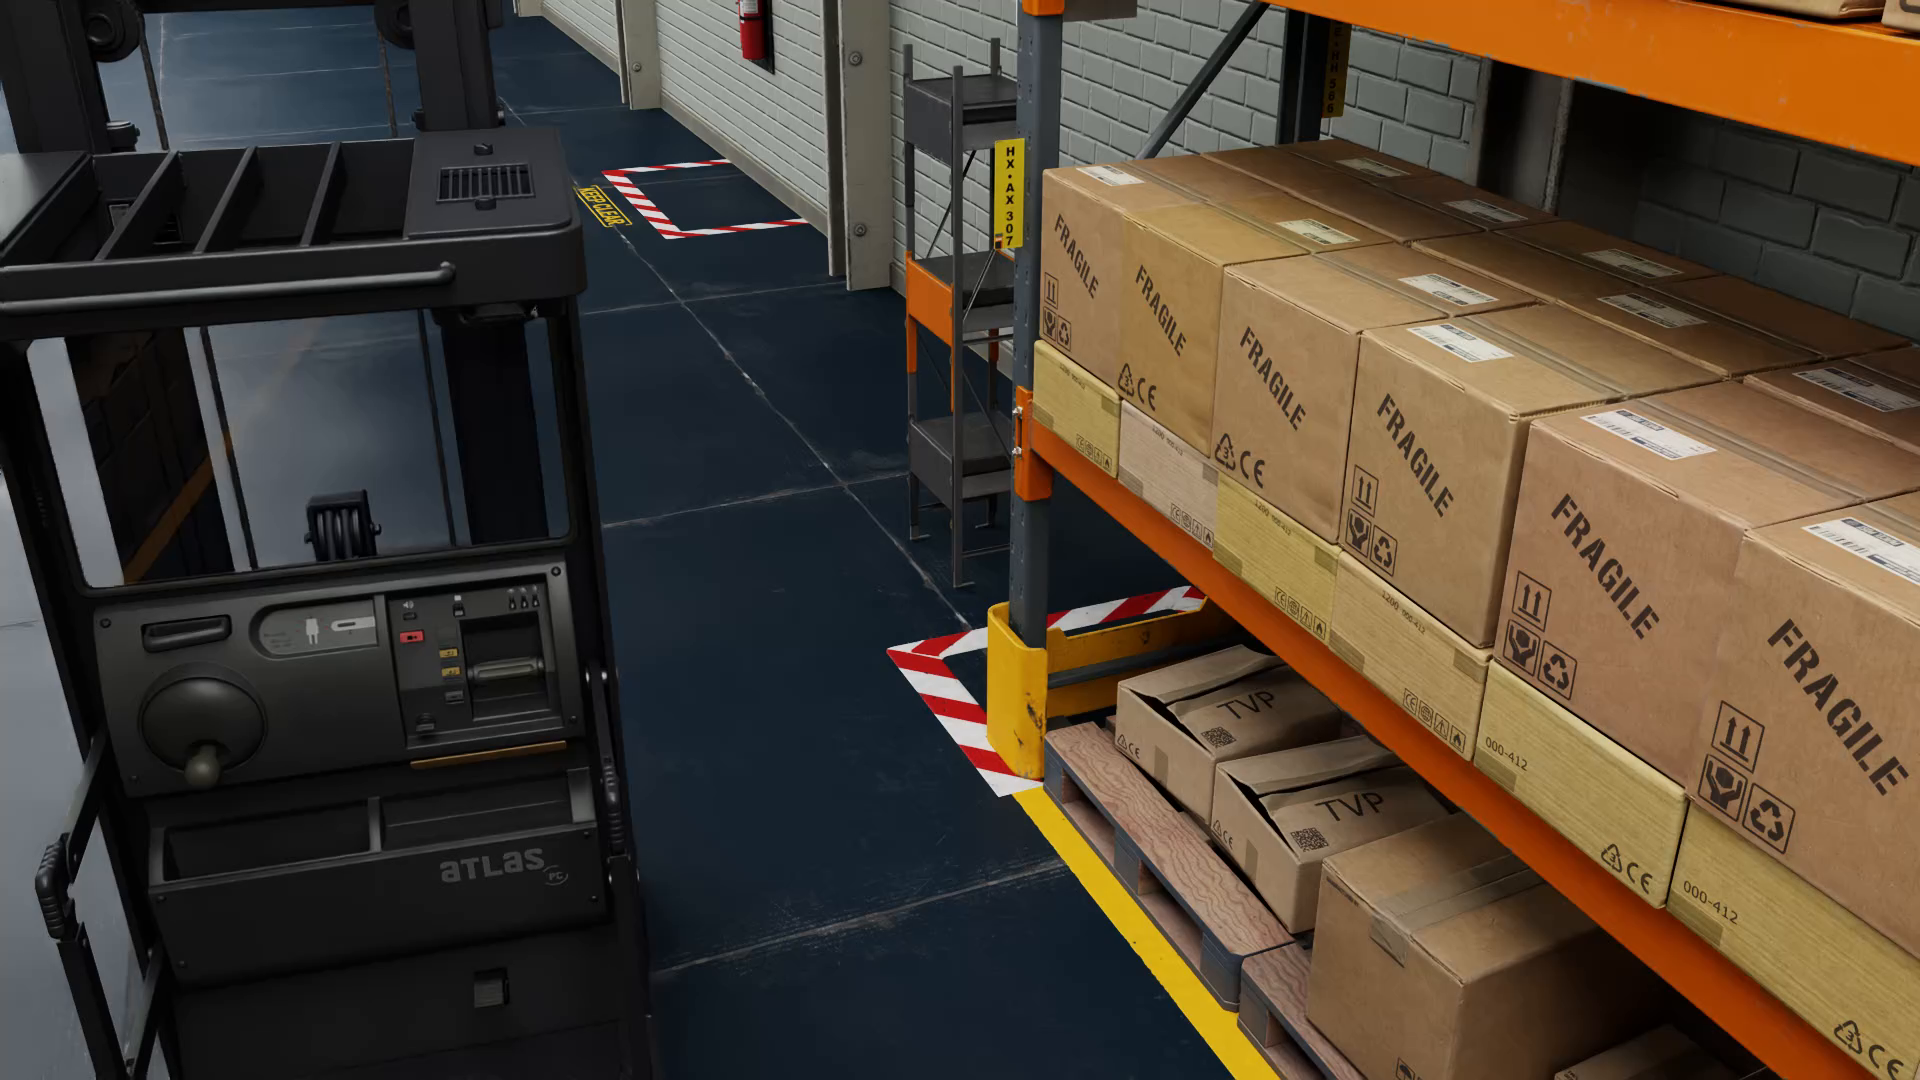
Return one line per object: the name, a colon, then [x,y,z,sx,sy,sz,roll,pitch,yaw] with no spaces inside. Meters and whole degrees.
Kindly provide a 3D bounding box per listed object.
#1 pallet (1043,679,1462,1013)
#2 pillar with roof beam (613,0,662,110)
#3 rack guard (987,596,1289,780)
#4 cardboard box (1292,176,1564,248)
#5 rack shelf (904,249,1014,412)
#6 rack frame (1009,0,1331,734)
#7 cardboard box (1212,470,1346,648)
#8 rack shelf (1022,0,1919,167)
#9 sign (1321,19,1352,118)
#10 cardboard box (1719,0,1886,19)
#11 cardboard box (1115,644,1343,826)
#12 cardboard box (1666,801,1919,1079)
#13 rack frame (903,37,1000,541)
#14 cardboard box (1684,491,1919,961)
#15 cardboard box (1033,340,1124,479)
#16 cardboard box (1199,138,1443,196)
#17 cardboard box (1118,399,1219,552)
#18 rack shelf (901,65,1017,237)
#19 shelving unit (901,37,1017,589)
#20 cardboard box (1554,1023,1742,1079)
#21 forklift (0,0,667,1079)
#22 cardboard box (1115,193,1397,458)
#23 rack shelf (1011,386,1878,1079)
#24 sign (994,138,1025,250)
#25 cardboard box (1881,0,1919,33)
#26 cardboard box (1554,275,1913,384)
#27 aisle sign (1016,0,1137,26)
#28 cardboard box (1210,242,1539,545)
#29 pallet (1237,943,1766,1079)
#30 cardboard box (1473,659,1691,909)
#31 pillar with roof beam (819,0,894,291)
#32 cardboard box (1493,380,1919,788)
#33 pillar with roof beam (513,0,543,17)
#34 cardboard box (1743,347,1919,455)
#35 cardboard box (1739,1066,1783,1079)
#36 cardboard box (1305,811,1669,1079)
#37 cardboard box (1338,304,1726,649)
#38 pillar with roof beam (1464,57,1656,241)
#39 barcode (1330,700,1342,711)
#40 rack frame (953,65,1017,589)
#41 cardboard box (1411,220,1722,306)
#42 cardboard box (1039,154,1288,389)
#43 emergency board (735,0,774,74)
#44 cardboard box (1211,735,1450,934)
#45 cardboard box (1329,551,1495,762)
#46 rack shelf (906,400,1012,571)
pallet: [0.964,0.885,5.196,1.003,0.211,1.213,-11,28,-21]
pillar with roof beam: [-6.942,-7.399,12.148,9.100,9.000,0.400,-11,28,-21]
rack guard: [0.679,0.421,5.817,1.175,0.500,0.348,-11,28,-21]
cardboard box: [1.217,-0.653,4.461,0.500,0.500,0.500,-10,28,-20]
rack shelf: [0.065,-0.864,6.658,0.431,0.518,0.480,-11,28,-21]
rack frame: [0.649,-0.733,5.332,1.000,3.000,0.127,-11,28,-21]
cardboard box: [0.958,-0.009,3.997,0.500,0.250,0.500,-11,28,-21]
rack shelf: [1.432,-0.950,3.178,1.077,0.370,4.000,-11,28,-21]
sign: [1.167,-1.482,5.187,0.100,0.325,0.005,-11,28,-21]
cardboard box: [1.352,-1.105,2.538,0.500,0.500,0.500,-12,28,-23]
cardboard box: [0.837,0.573,5.221,0.500,0.311,0.500,-14,29,-26]
cardboard box: [1.563,0.599,2.753,0.500,0.250,0.500,-10,28,-20]
rack frame: [-0.031,-0.975,6.854,0.400,2.100,0.015,-11,28,-21]
cardboard box: [1.545,0.265,2.581,0.500,0.500,0.500,-11,28,-21]
cardboard box: [0.548,-0.423,4.845,0.500,0.250,0.500,-11,28,-22]
cardboard box: [1.029,-0.857,4.881,0.500,0.500,0.500,-11,28,-21]
cardboard box: [0.764,-0.215,4.421,0.500,0.250,0.500,-11,28,-22]
rack shelf: [0.065,-1.493,6.351,0.431,0.518,0.480,-11,28,-21]
shelving unit: [0.065,-0.877,6.652,0.431,2.100,0.503,-11,28,-21]
cardboard box: [1.607,1.316,3.883,0.380,0.149,0.250,-13,29,-25]
forklift: [-1.221,0.312,3.271,1.130,2.935,3.031,-7,27,-13]
cardboard box: [0.744,-0.566,4.283,0.500,0.500,0.500,-10,28,-20]
rack shelf: [1.432,0.398,3.836,1.077,0.370,4.000,-11,28,-21]
sign: [0.150,-1.028,4.951,0.100,0.325,0.005,-11,28,-21]
cardboard box: [1.604,-0.887,2.093,0.500,0.500,0.500,-13,29,-25]
cardboard box: [1.621,-0.241,3.619,0.500,0.500,0.500,-10,28,-20]
aisle sign: [0.345,-1.878,4.715,0.394,0.787,0.004,-11,28,-21]
cardboard box: [0.940,-0.356,3.854,0.500,0.500,0.500,-12,28,-22]
pallet: [1.438,1.377,4.189,1.003,0.211,1.213,-11,28,-21]
cardboard box: [1.352,0.399,3.163,0.500,0.250,0.500,-11,28,-21]
pillar with roof beam: [-4.592,-4.977,7.187,9.100,9.000,0.400,-11,28,-21]
cardboard box: [1.358,0.060,3.001,0.500,0.500,0.500,-11,28,-22]
pillar with roof beam: [-9.291,-9.821,17.109,9.100,9.000,0.400,-11,28,-21]
cardboard box: [1.834,-0.034,3.193,0.500,0.500,0.500,-10,28,-19]
cardboard box: [1.772,1.396,3.320,0.500,0.500,0.500,-13,29,-24]
cardboard box: [1.302,1.023,4.084,0.700,0.500,0.500,-12,29,-24]
cardboard box: [1.153,-0.150,3.431,0.500,0.500,0.500,-10,28,-19]
pillar with roof beam: [-2.242,-2.555,2.226,9.100,9.000,0.400,-11,28,-21]
barcode: [1.212,0.507,5.345,0.001,0.075,0.075,-11,28,-21]
rack frame: [0.160,-0.778,6.451,0.400,2.100,0.015,-11,28,-21]
cardboard box: [1.424,-0.445,4.035,0.500,0.500,0.500,-11,28,-22]
cardboard box: [0.559,-0.767,4.695,0.500,0.500,0.500,-11,28,-21]
emergency board: [-1.563,-4.025,12.075,0.194,1.169,0.643,-11,28,-21]
cardboard box: [1.060,0.803,4.750,0.500,0.311,0.500,-8,27,-16]
cardboard box: [1.154,0.196,3.579,0.500,0.250,0.500,-10,28,-20]
rack shelf: [0.065,-0.235,6.966,0.431,0.518,0.480,-11,28,-21]
